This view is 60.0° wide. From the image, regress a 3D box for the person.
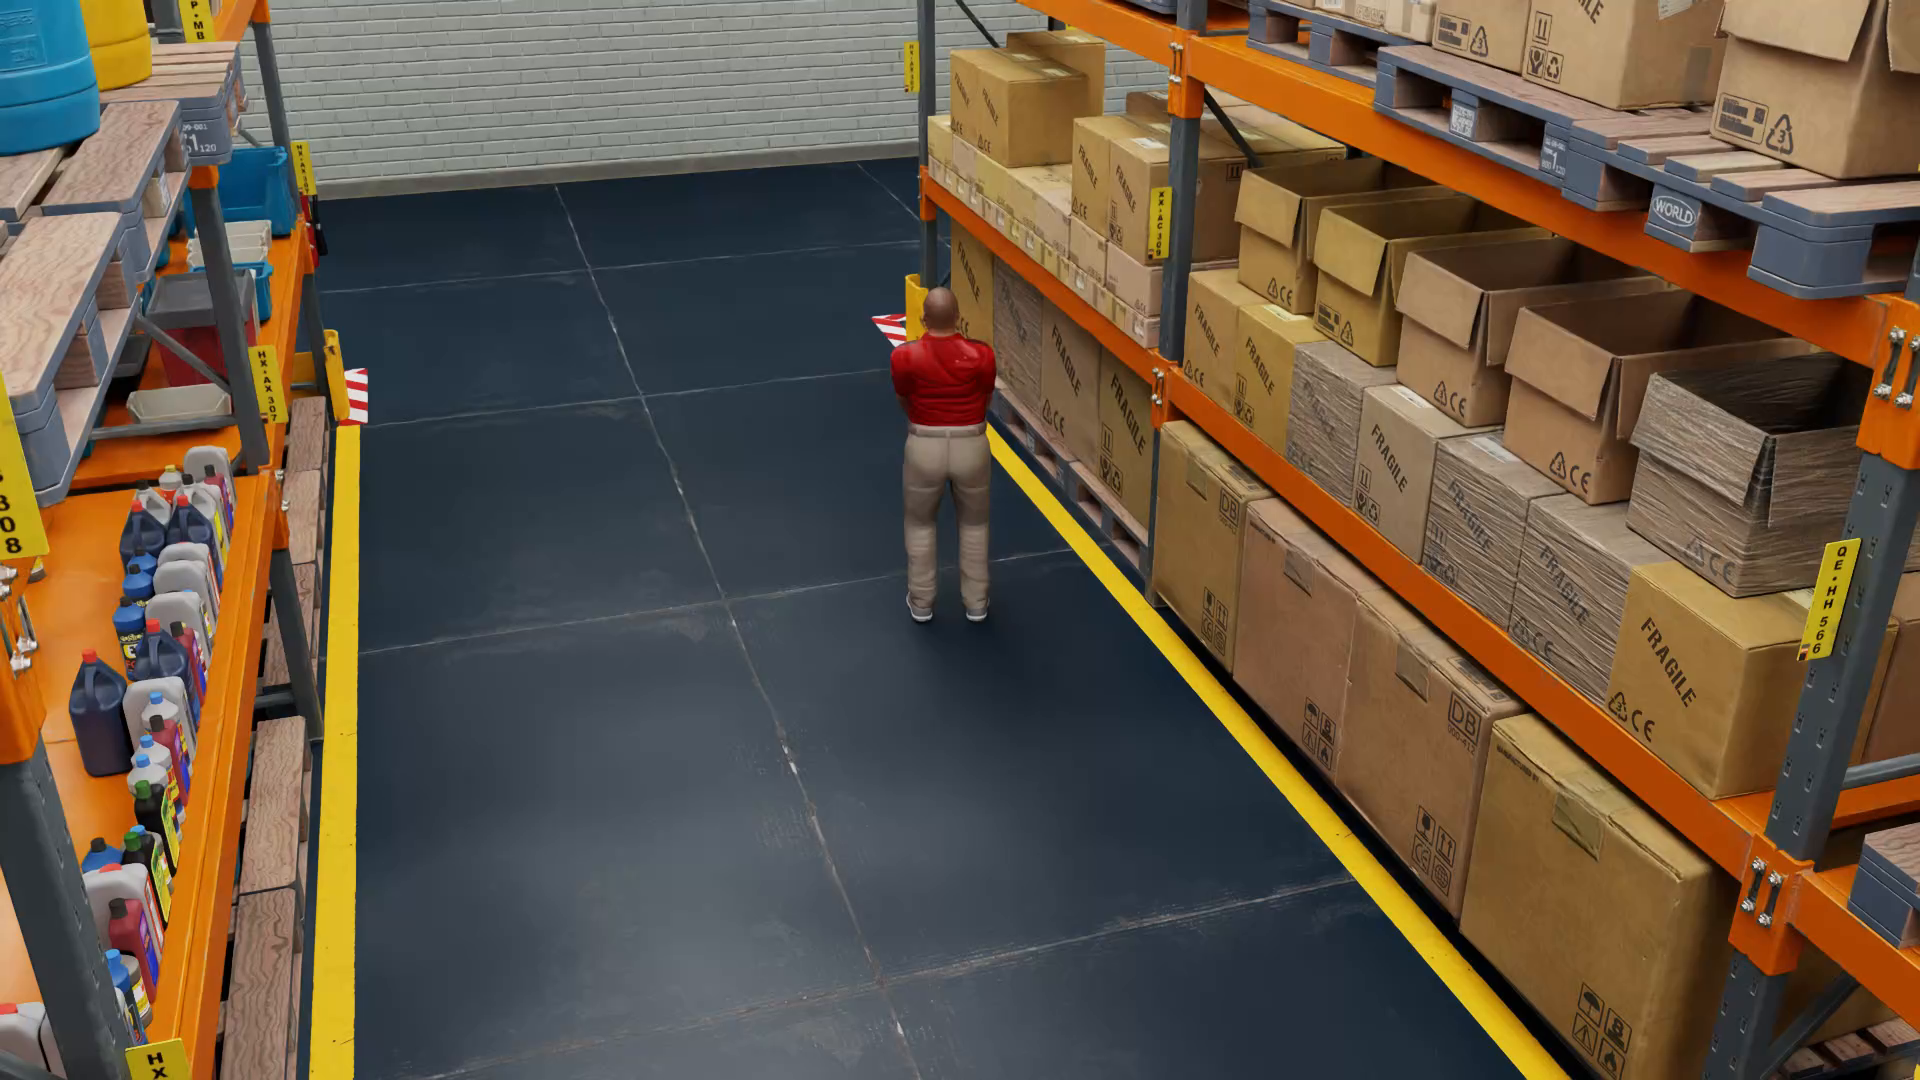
[{"bbox_3d":[-0.081,-0.446,8.052,0.494,1.712,0.537,-1,26,-2],"label":"person"}]
